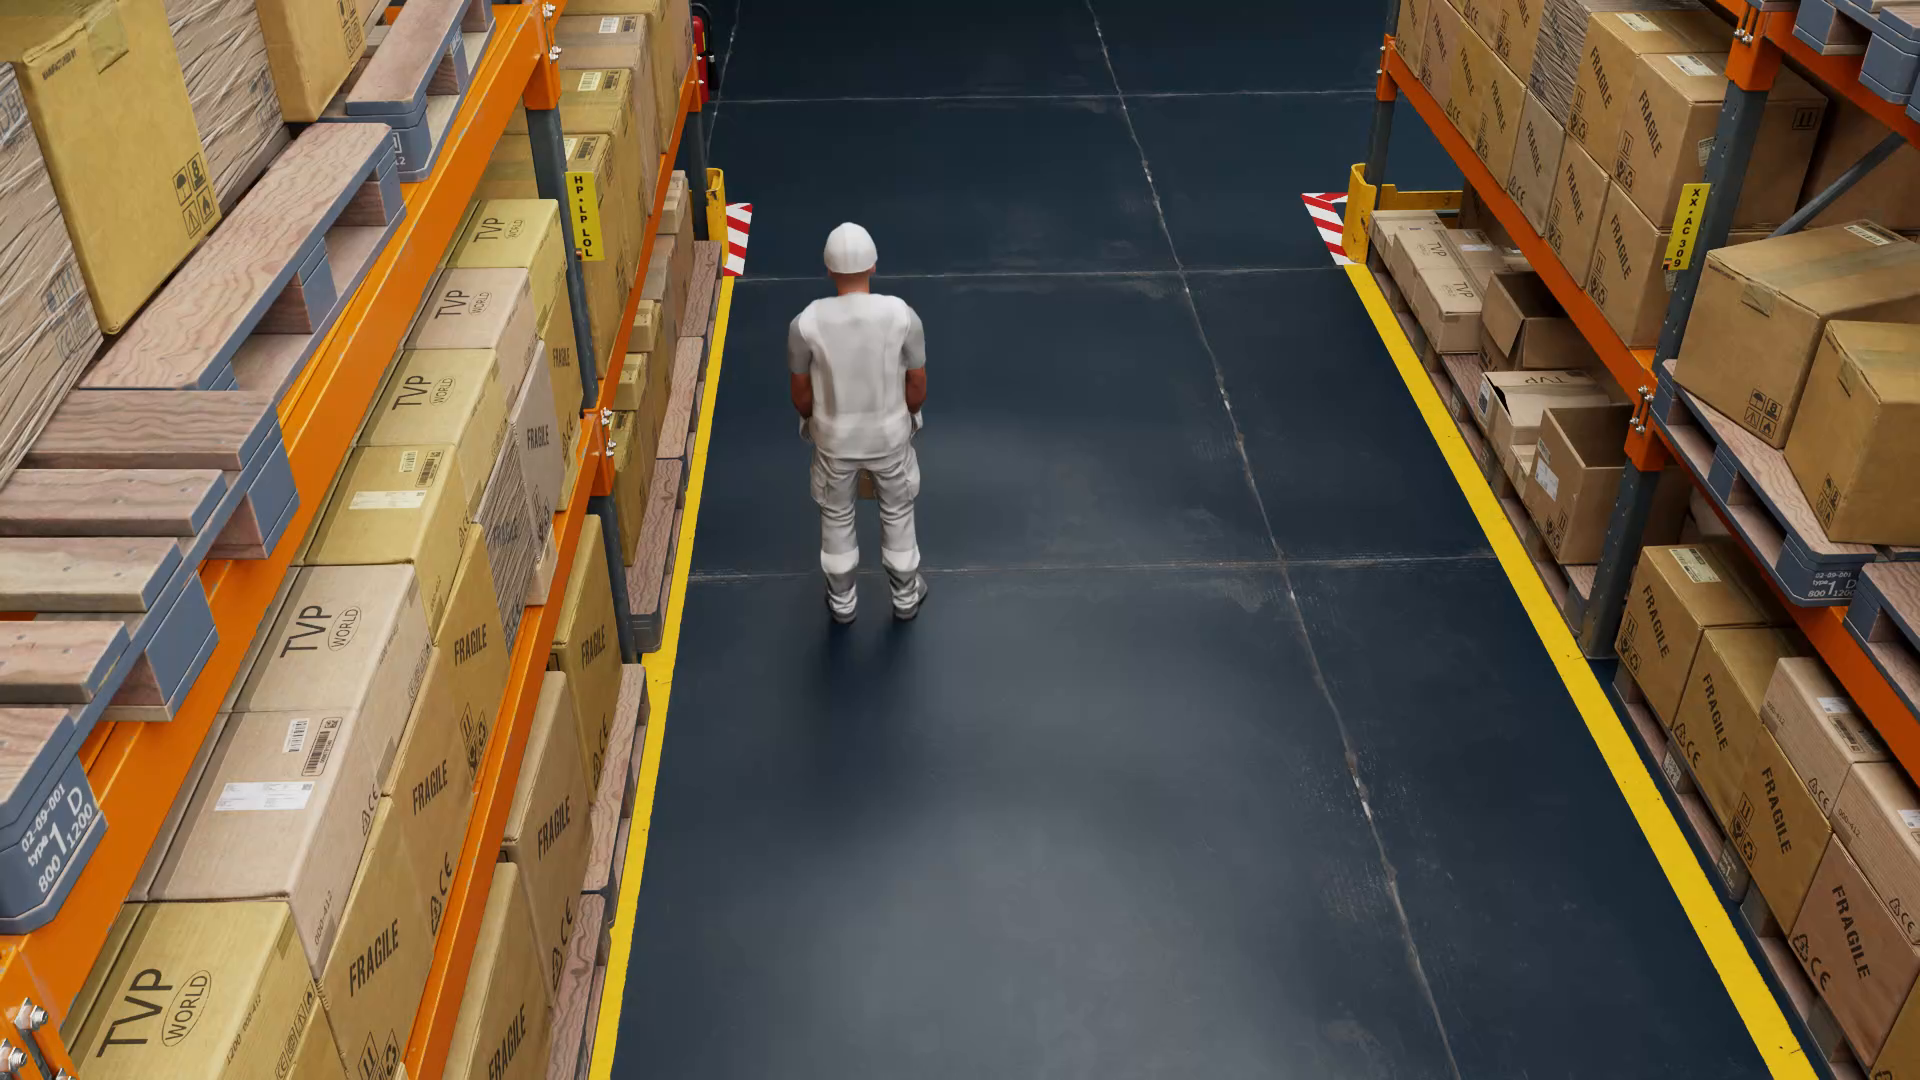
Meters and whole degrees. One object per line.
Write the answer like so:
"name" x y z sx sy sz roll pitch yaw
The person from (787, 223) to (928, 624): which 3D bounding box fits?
"person" -0.404 -0.429 6.741 0.547 1.787 0.404 -2 35 -3
